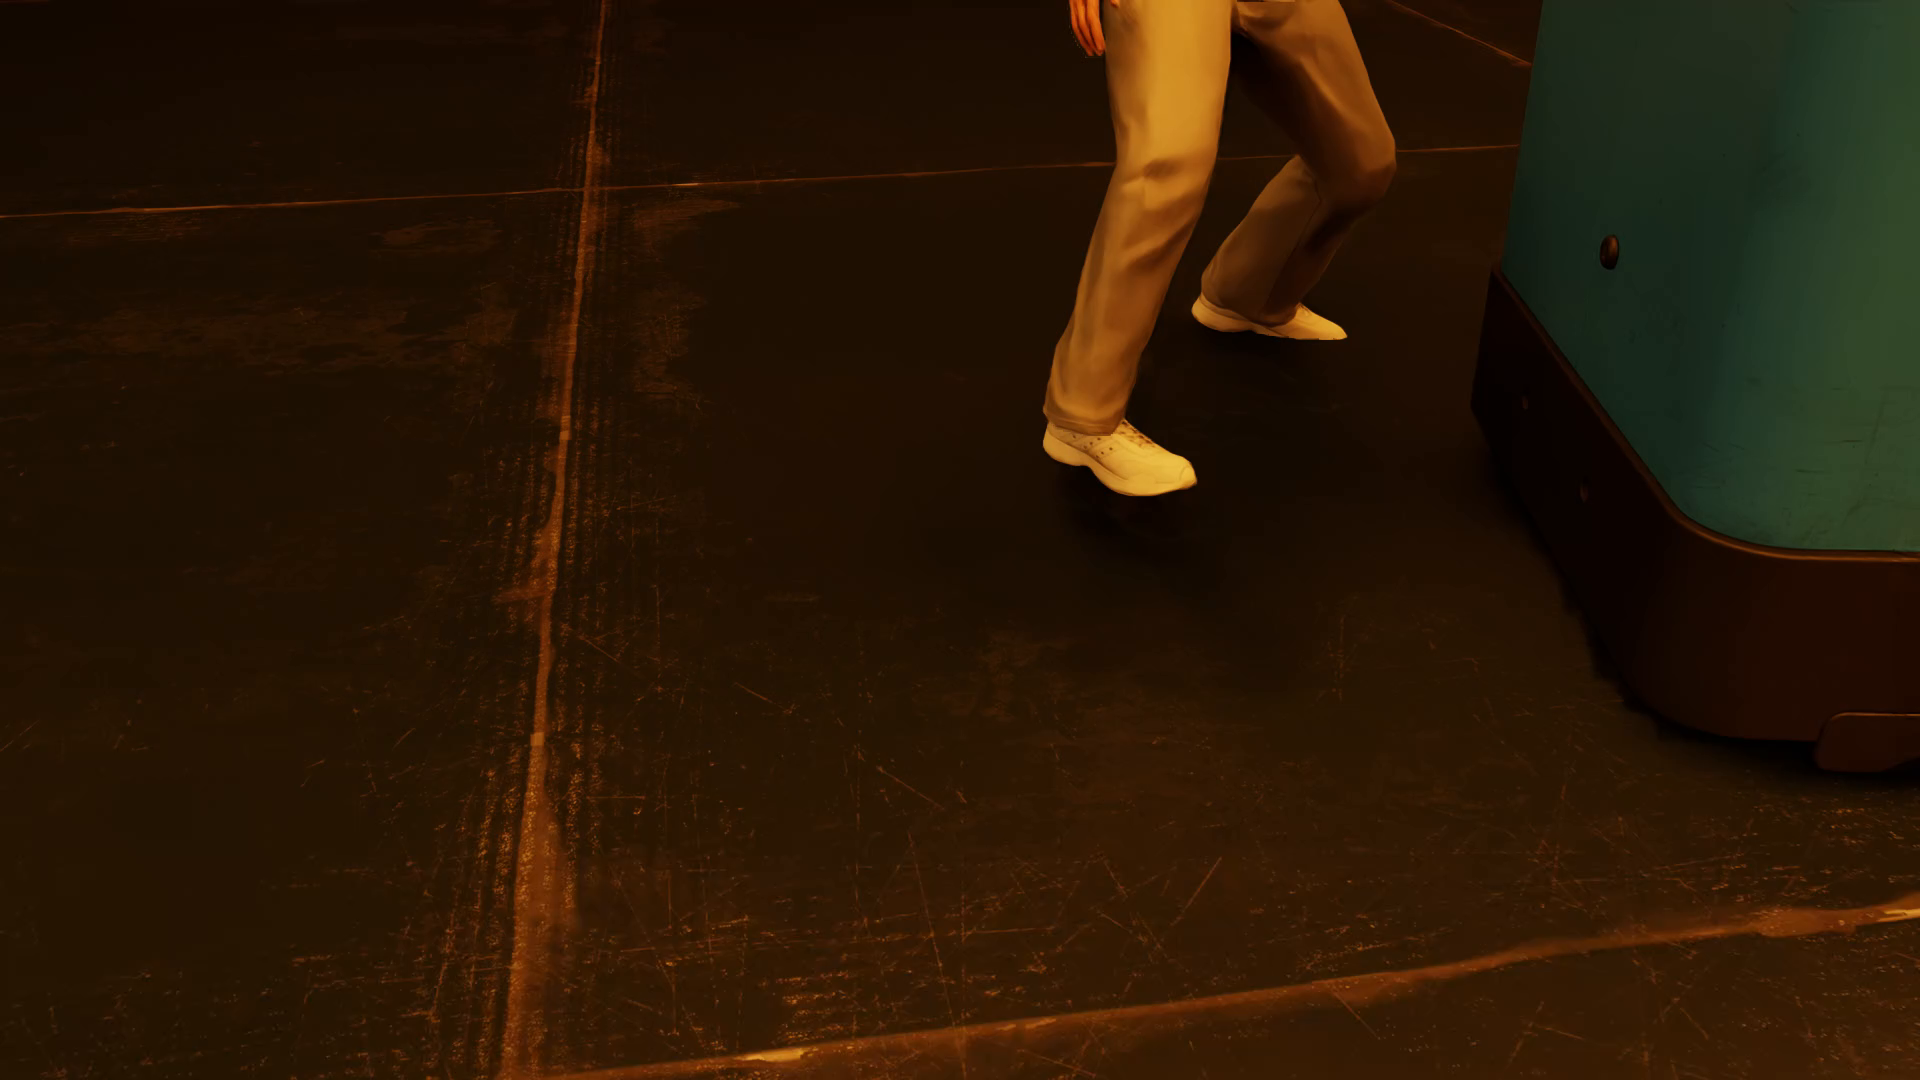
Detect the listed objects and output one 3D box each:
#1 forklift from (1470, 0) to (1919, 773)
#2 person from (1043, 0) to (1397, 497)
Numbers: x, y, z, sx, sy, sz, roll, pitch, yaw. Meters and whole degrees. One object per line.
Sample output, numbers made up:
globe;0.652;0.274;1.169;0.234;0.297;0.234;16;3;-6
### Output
forklift;2.340;-1.217;1.666;3.031;2.935;1.130;1;28;2
person;0.459;-0.886;2.580;0.900;1.554;0.795;-13;30;-22
